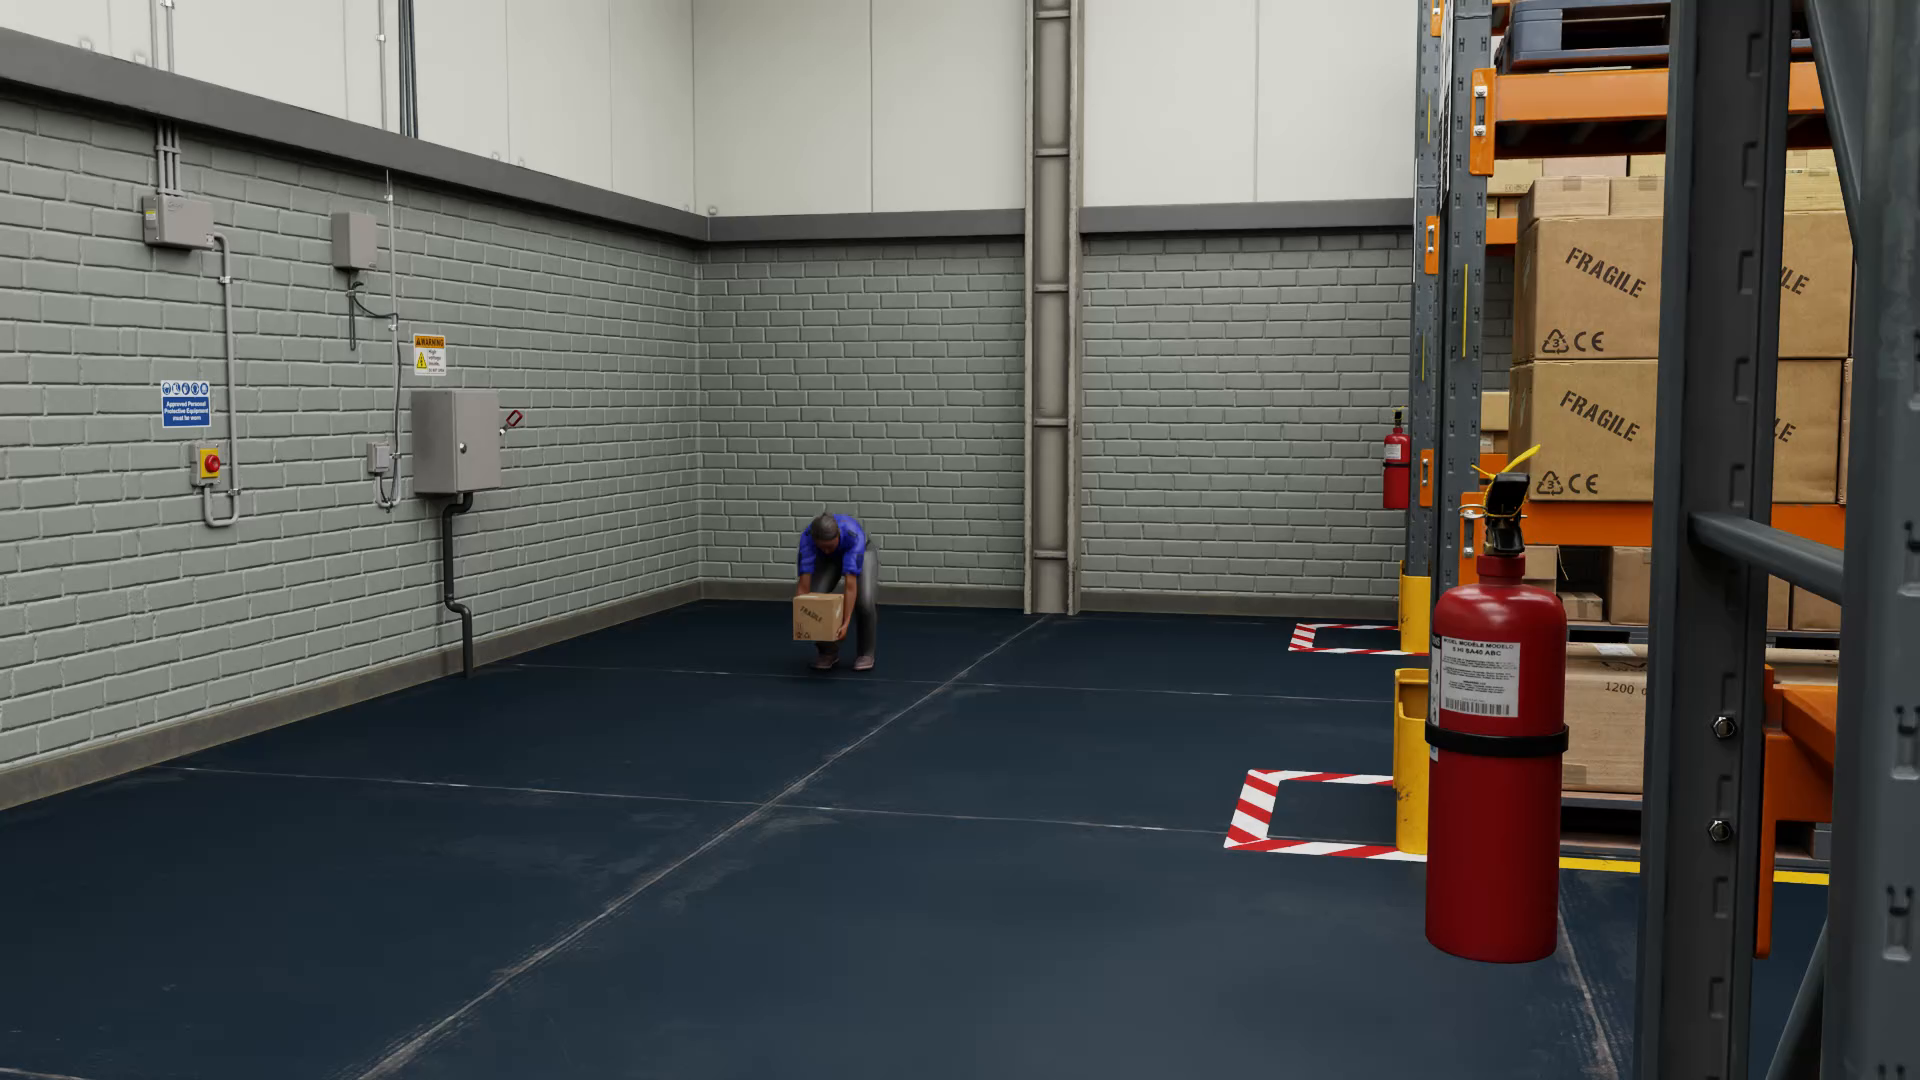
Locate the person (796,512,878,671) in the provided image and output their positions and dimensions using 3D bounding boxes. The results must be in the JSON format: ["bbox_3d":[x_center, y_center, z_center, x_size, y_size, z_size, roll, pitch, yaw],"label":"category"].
[{"bbox_3d":[-0.746,0.311,10.084,0.465,0.996,0.862,1,5,11],"label":"person"}]
